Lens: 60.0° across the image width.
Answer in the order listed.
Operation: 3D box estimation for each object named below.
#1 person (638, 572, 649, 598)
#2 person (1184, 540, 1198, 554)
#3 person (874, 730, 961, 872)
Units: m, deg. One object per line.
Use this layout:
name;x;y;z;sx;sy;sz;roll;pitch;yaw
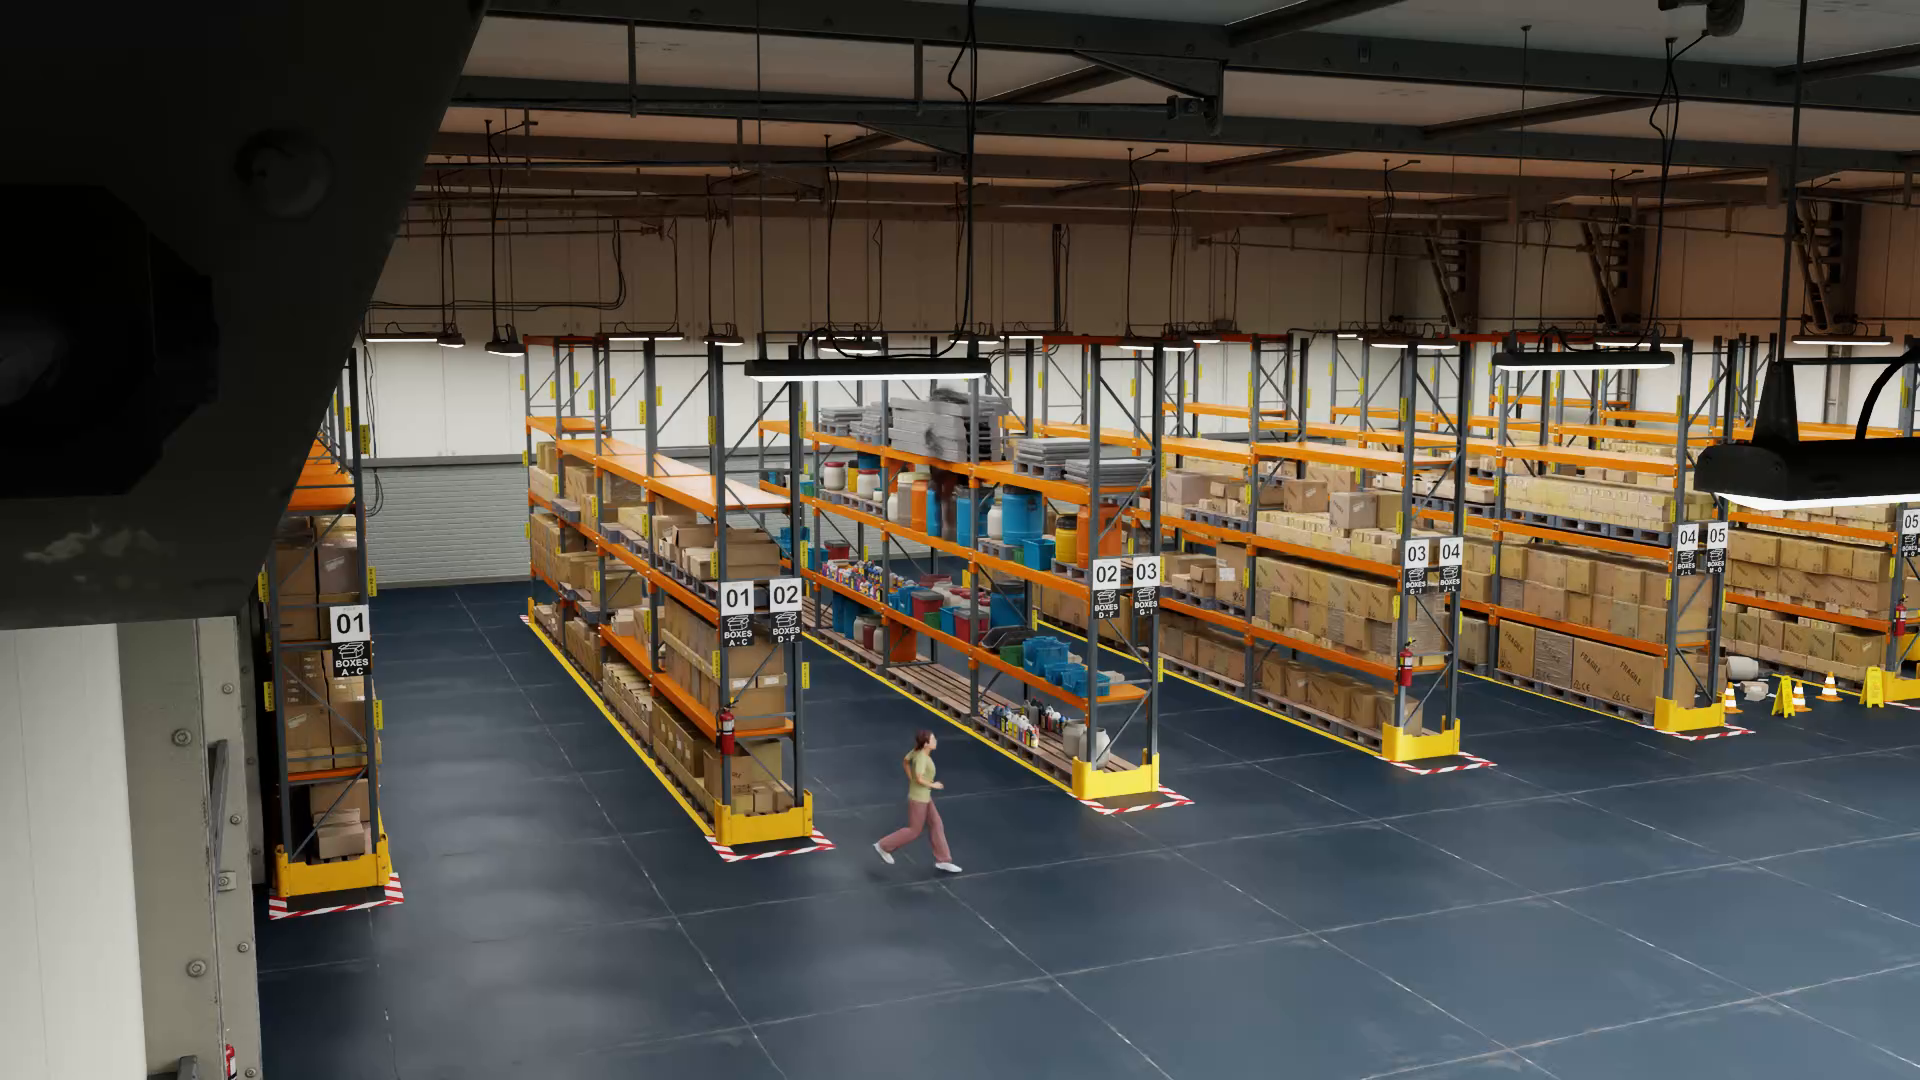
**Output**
person;-6.473;0.881;34.831;0.619;1.760;0.741;-4;9;-29
person;5.879;-0.239;42.752;0.641;1.778;0.694;7;10;41
person;-0.484;2.988;19.039;0.999;1.665;0.599;0;8;-3
